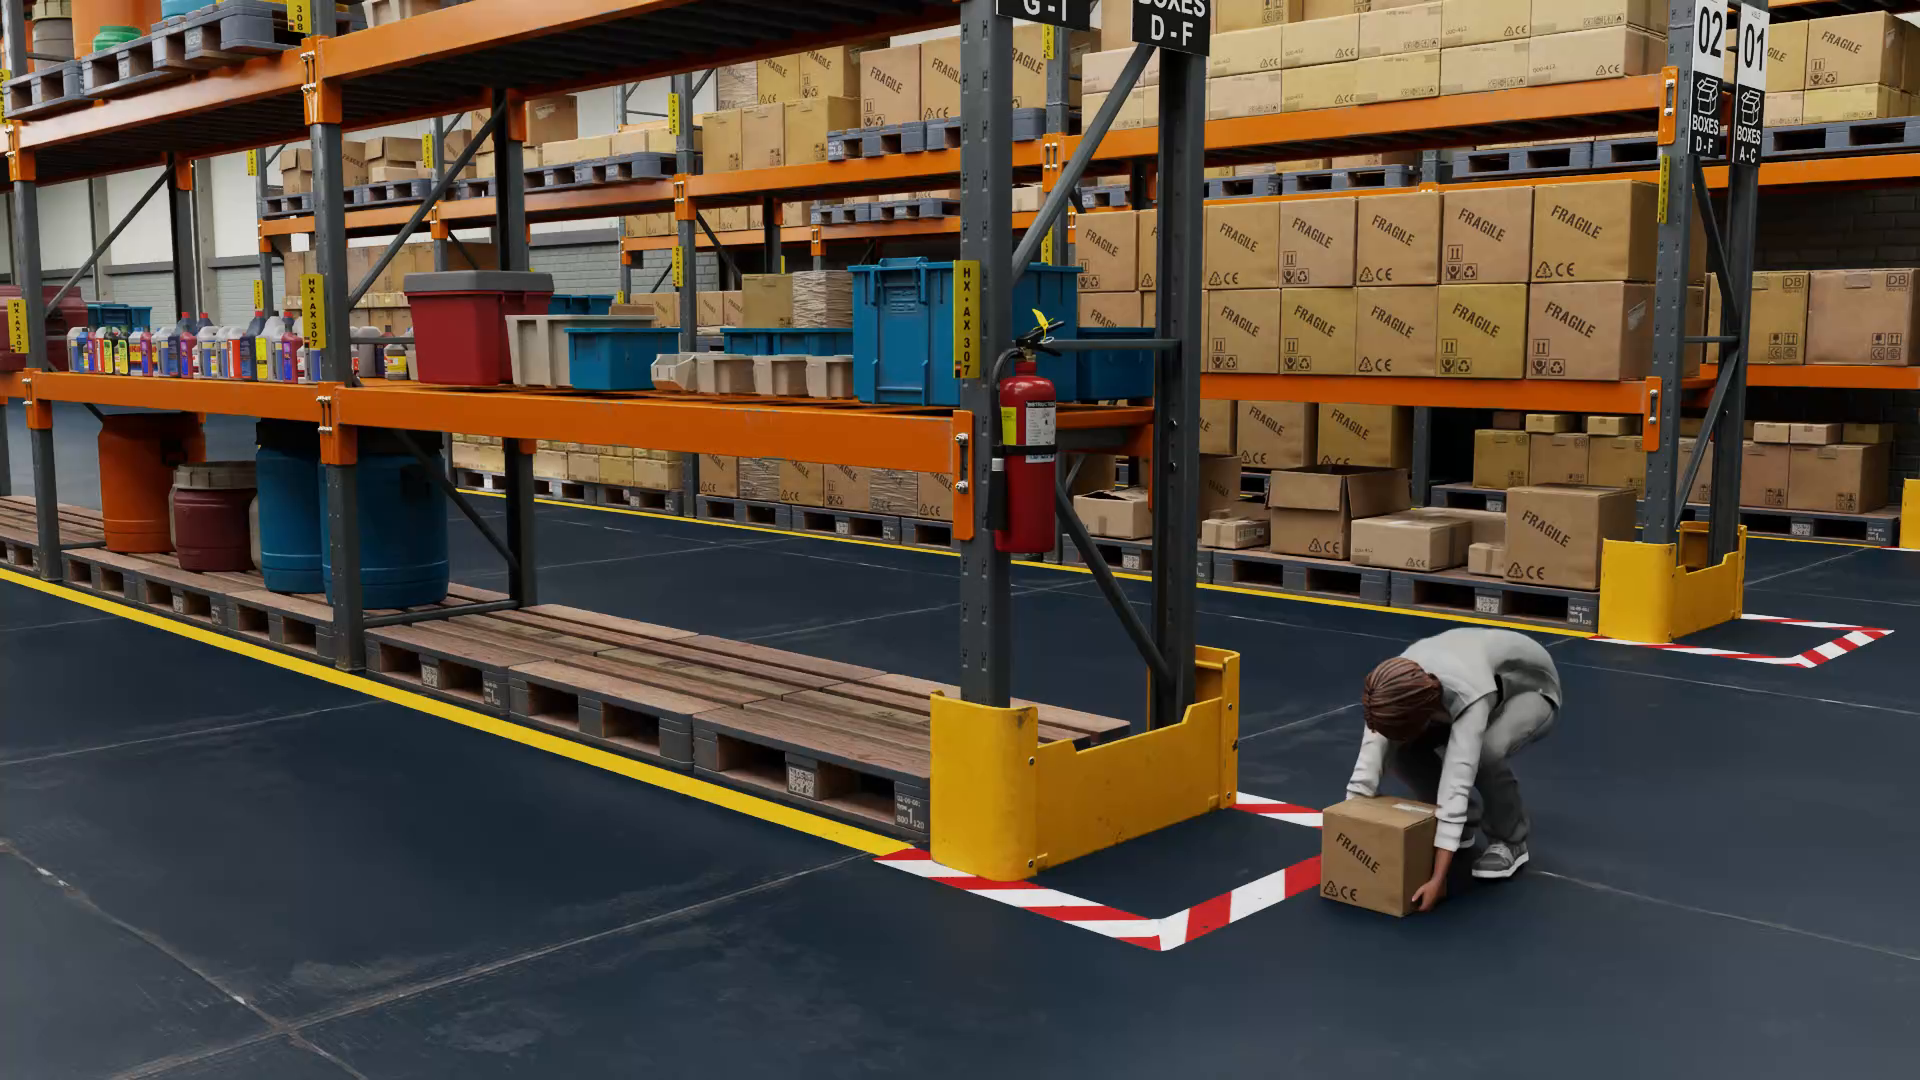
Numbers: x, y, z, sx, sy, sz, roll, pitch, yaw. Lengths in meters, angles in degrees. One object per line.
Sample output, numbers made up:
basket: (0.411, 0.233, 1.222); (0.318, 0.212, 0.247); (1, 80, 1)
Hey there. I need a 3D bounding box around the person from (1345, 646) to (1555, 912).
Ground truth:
person: (1.399, 0.636, 4.761); (0.858, 0.694, 0.414); (-6, 9, -41)
